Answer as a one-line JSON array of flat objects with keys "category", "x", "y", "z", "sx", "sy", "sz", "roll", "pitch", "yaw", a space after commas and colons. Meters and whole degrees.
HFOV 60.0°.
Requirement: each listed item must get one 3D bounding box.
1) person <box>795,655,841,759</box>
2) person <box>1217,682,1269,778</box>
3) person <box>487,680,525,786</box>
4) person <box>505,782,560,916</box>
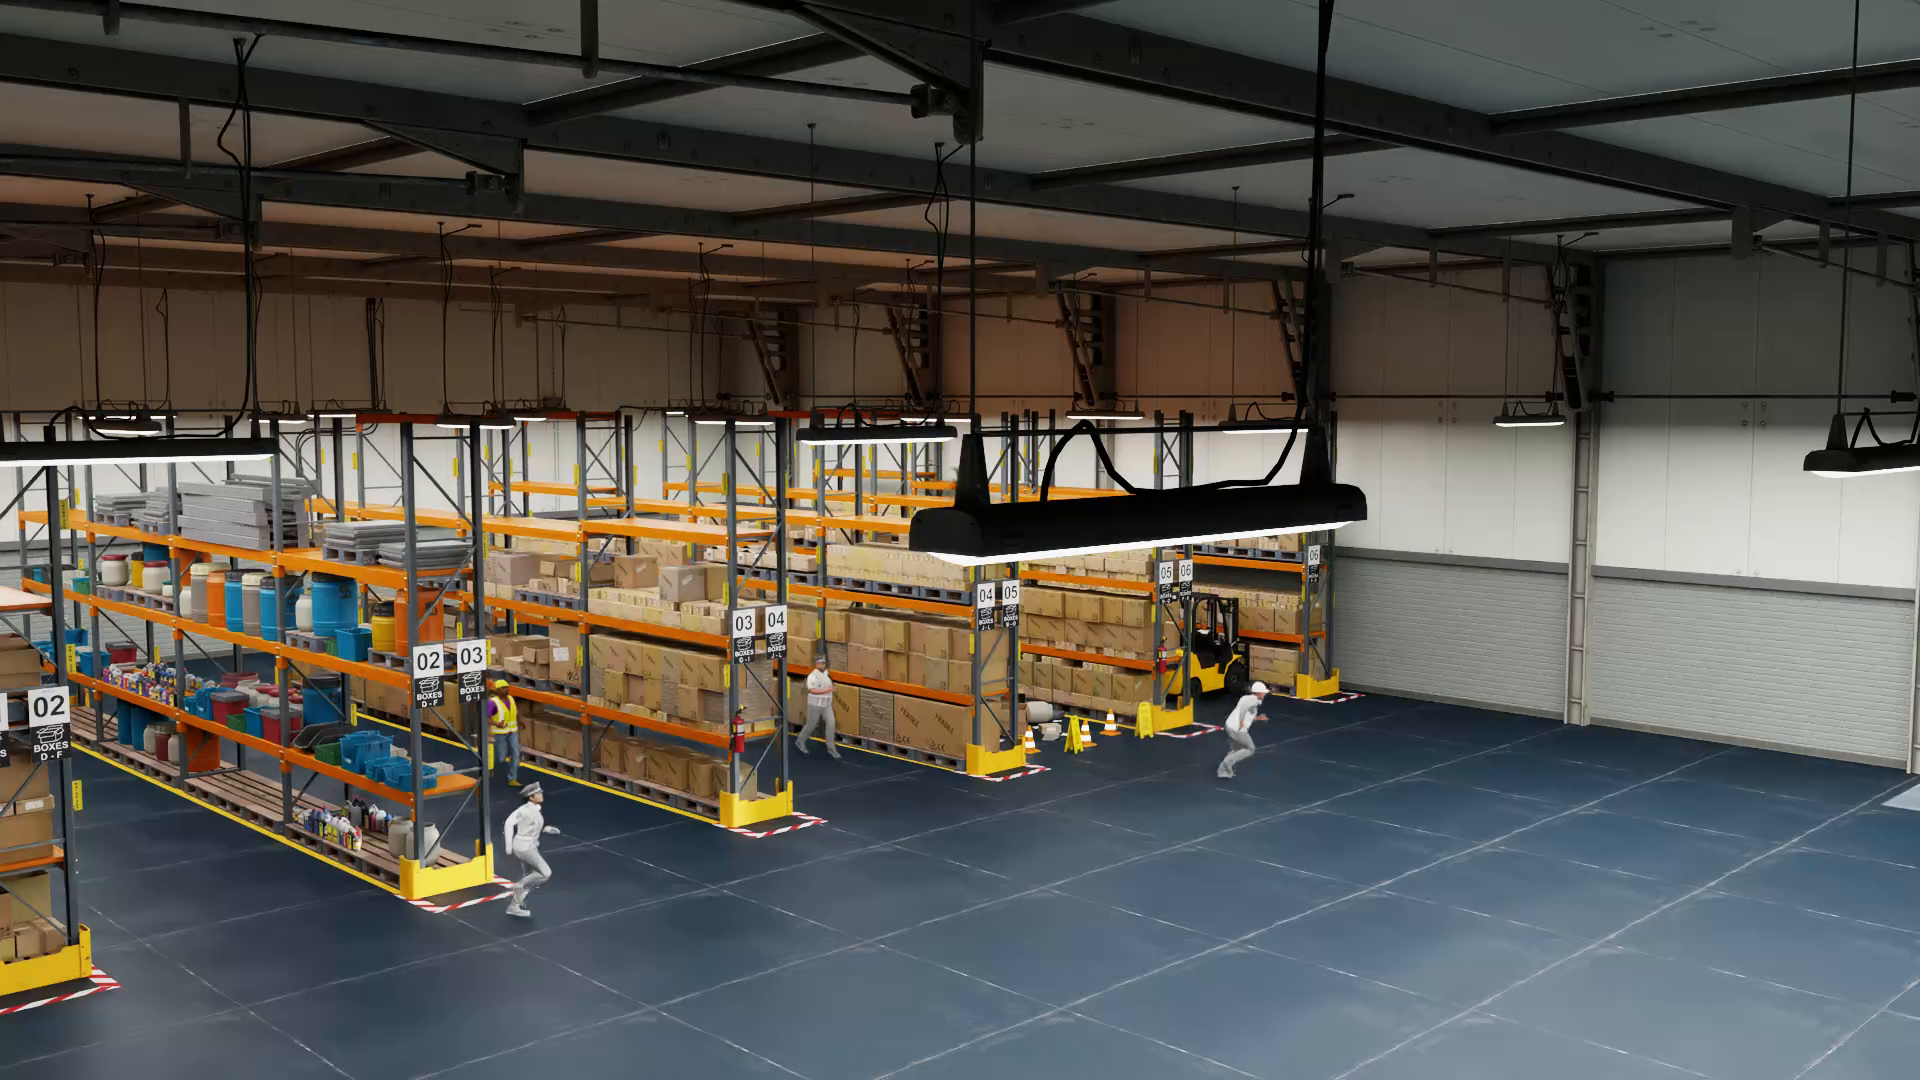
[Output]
[{"category": "person", "x": -2.492, "y": 2.902, "z": 29.158, "sx": 0.915, "sy": 1.816, "sz": 0.641, "roll": 4, "pitch": 6, "yaw": 36}, {"category": "person", "x": 4.692, "y": 3.151, "z": 27.456, "sx": 0.866, "sy": 1.600, "sz": 0.685, "roll": 0, "pitch": 5, "yaw": -5}, {"category": "person", "x": -7.412, "y": 3.125, "z": 27.014, "sx": 0.791, "sy": 1.733, "sz": 0.714, "roll": 4, "pitch": 6, "yaw": 39}, {"category": "person", "x": -5.193, "y": 3.756, "z": 20.194, "sx": 0.643, "sy": 1.643, "sz": 0.639, "roll": 0, "pitch": 5, "yaw": 1}]
